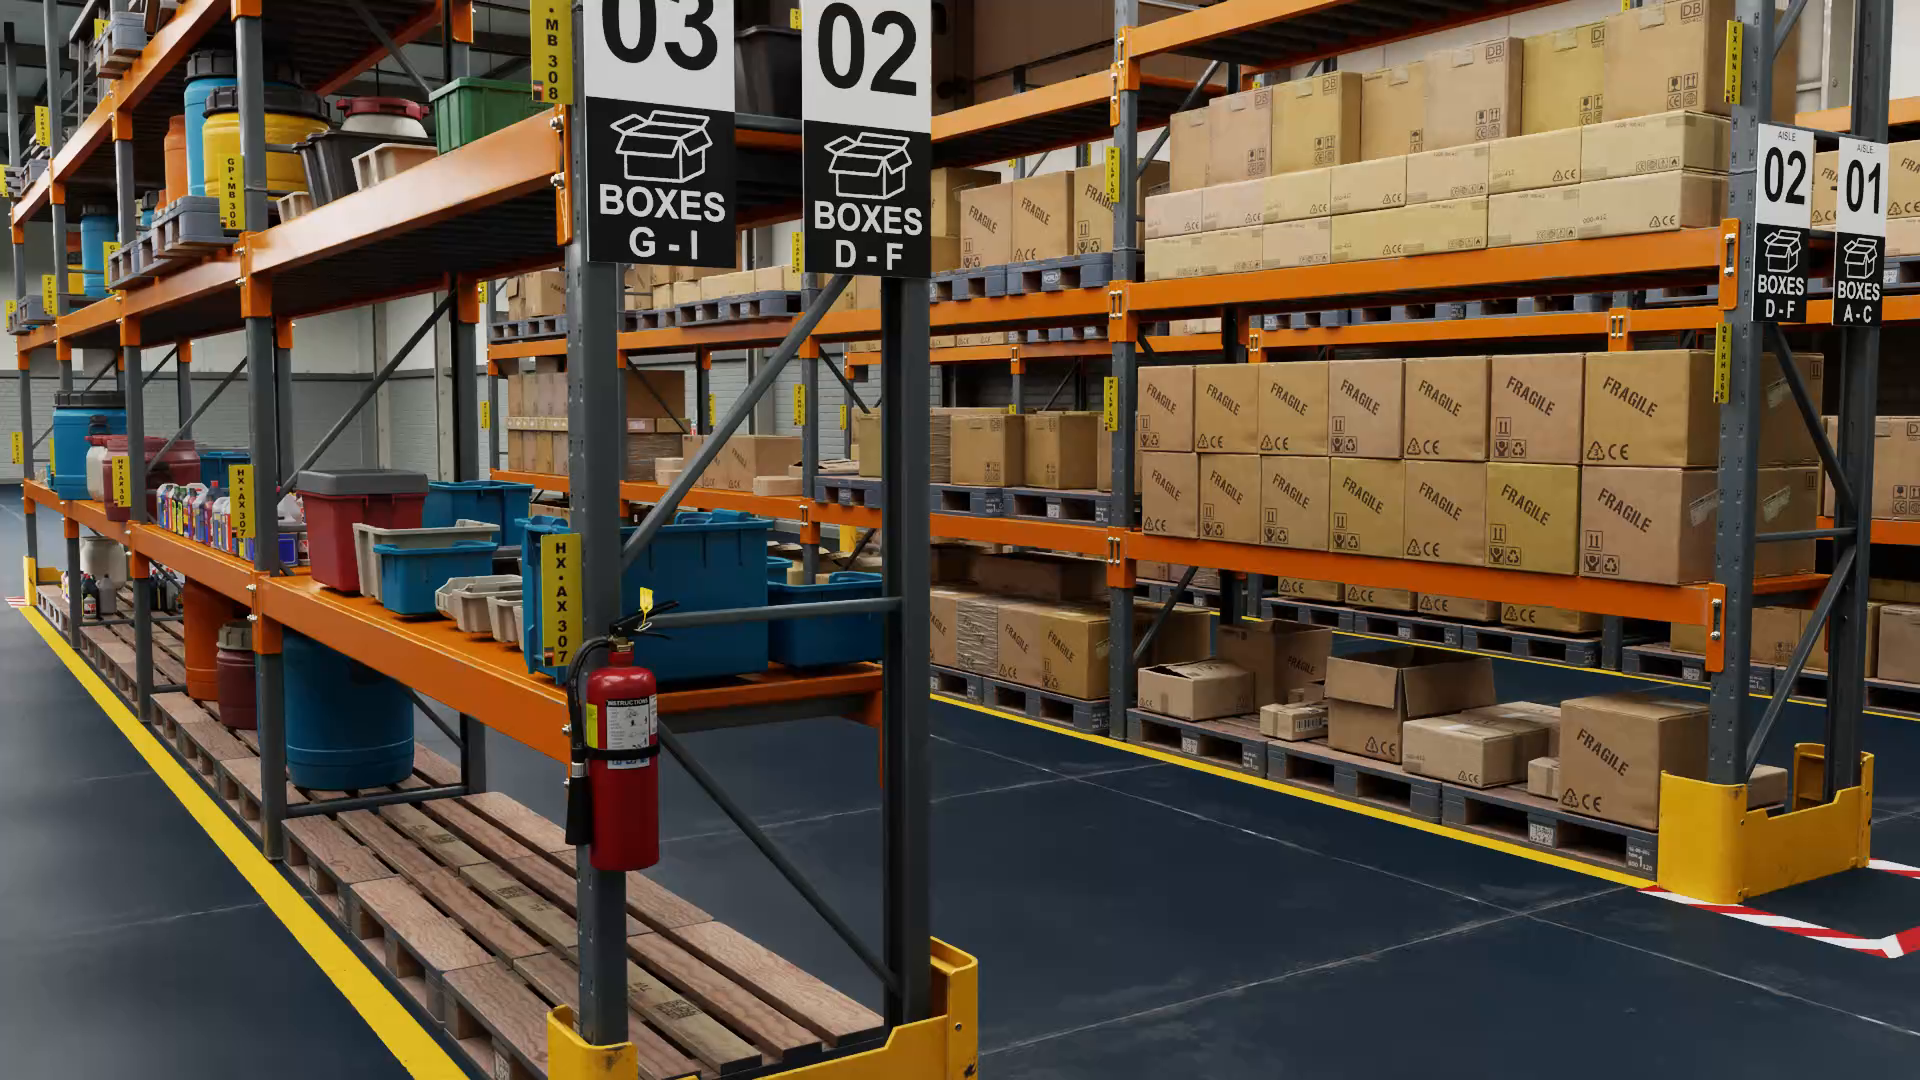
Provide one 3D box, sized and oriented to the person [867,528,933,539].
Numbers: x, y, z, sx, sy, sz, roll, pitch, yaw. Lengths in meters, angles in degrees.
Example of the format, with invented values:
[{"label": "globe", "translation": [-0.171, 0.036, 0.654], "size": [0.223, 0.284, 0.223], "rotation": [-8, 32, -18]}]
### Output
[{"label": "person", "translation": [-0.580, -0.144, 16.959], "size": [0.733, 1.721, 0.615], "rotation": [0, 5, 6]}]
